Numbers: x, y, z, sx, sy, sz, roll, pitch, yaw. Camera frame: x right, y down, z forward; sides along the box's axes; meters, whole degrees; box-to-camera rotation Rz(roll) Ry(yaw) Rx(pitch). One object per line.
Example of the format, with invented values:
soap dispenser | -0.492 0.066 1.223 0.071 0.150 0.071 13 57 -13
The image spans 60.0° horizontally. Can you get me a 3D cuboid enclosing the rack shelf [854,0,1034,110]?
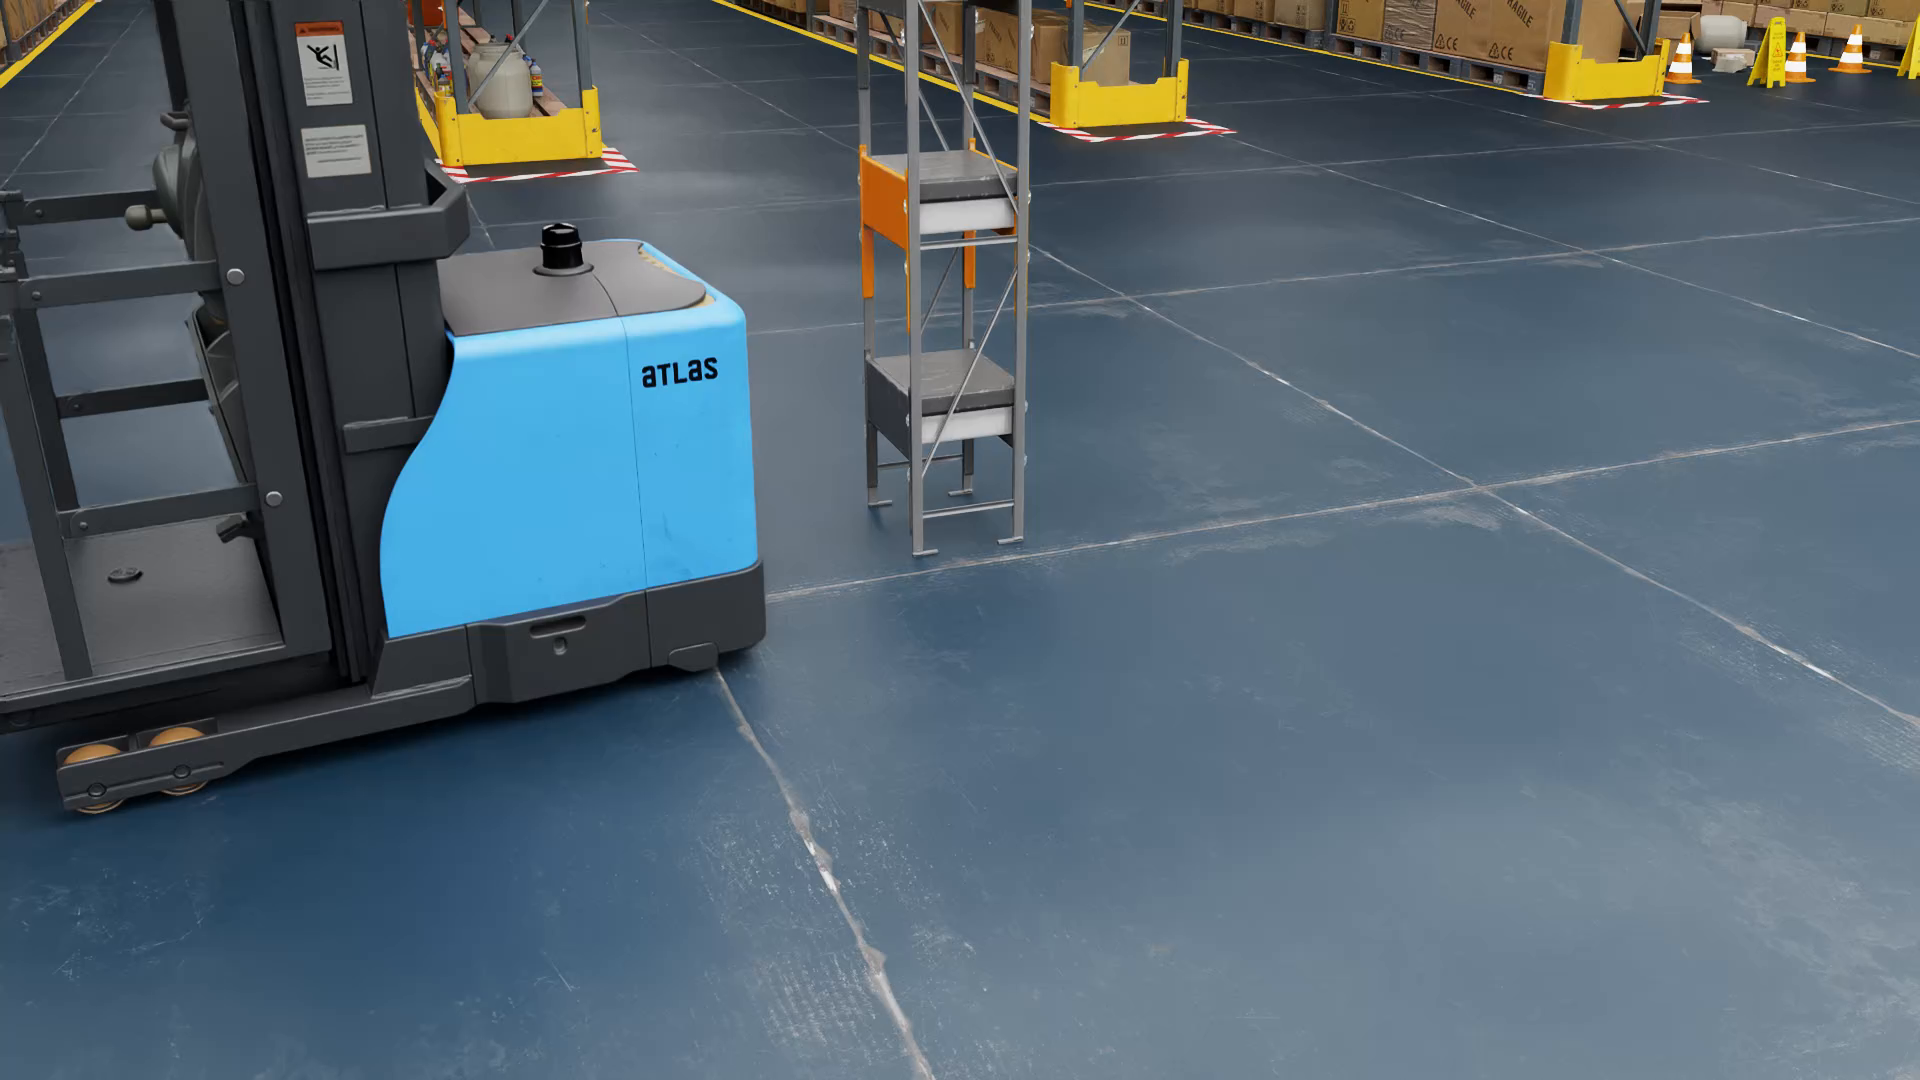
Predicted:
rack shelf | -0.058 -1.660 5.218 0.431 0.518 0.480 -8 24 -19

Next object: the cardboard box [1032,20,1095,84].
cardboard box | 0.935 -4.426 15.067 0.500 0.500 0.500 -2 23 -5

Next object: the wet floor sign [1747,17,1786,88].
wet floor sign | 7.922 -4.763 16.220 0.267 0.644 0.232 -13 26 -28

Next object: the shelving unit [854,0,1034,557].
shelving unit | -0.058 -1.028 5.485 0.431 2.100 0.503 -8 24 -19

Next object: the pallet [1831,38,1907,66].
pallet | 10.373 -5.345 18.160 1.003 0.211 1.213 -8 24 -19

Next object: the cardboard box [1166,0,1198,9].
cardboard box | 3.364 -7.417 21.840 1.050 0.750 0.750 -9 24 -20

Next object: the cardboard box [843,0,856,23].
cardboard box | -0.980 -6.460 19.867 0.700 0.500 0.500 -10 25 -23

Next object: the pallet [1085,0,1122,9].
pallet | 2.531 -7.935 24.305 1.003 0.211 1.213 -8 24 -19

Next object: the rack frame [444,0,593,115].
rack frame | -3.250 -4.263 12.003 1.000 3.000 0.127 -8 24 -19

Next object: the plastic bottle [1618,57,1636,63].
plastic bottle | 7.153 -5.154 17.901 0.133 0.061 0.283 -18 29 -37

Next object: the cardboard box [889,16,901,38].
cardboard box | -0.378 -5.849 18.417 0.700 0.500 0.500 -8 24 -19

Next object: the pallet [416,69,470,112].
pallet | -4.465 -4.182 15.400 1.003 0.211 1.213 -8 24 -19

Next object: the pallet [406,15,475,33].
pallet | -6.394 -6.166 20.107 1.003 0.211 1.213 -8 24 -19

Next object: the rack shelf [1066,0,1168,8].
rack shelf | 0.677 -5.338 15.479 1.077 0.370 4.000 -8 24 -19

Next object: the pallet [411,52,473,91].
pallet | -4.977 -4.712 16.657 1.003 0.211 1.213 -8 24 -19

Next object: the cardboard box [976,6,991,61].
cardboard box | 0.283 -5.080 16.618 0.500 0.500 0.500 -1 23 -2

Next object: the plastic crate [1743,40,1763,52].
plastic crate | 9.029 -5.728 19.236 0.402 0.080 0.583 -18 29 -37

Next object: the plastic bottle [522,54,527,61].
plastic bottle | -3.827 -4.145 14.668 0.097 0.271 0.097 0 23 0

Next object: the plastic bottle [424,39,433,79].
plastic bottle | -4.767 -4.348 15.049 0.144 0.351 0.185 -8 24 -18

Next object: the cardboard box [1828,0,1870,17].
cardboard box | 9.940 -6.019 18.203 0.500 0.500 0.500 -7 24 -17

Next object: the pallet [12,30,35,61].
pallet | -10.940 -5.483 18.488 1.003 0.211 1.213 -8 24 -19

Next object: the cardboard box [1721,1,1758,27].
cardboard box | 9.396 -6.239 19.689 0.500 0.250 0.500 -7 24 -16

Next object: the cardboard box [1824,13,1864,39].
cardboard box | 9.941 -5.675 18.352 0.500 0.250 0.500 -8 24 -19

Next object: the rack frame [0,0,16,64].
rack frame | -10.712 -6.492 17.290 1.000 3.000 0.127 -8 24 -19

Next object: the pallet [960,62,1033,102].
pallet | 0.675 -4.428 15.984 1.003 0.211 1.213 -8 24 -19

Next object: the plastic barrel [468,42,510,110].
plastic barrel | -3.732 -3.721 13.379 0.421 0.512 0.421 0 23 0

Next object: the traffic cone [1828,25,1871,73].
traffic cone | 9.295 -5.113 17.285 0.336 0.463 0.334 -8 24 -19

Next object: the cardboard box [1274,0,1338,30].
cardboard box | 4.343 -6.410 19.452 1.050 0.750 0.750 -8 24 -19

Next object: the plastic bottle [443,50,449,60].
plastic bottle | -4.602 -4.276 14.979 0.097 0.271 0.097 0 23 0

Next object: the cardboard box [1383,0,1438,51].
cardboard box | 5.125 -5.689 17.581 0.875 0.875 0.875 -8 24 -19

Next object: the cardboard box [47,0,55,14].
cardboard box | -11.683 -6.856 20.806 0.500 0.500 0.500 -8 24 -19

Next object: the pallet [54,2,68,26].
pallet | -12.367 -6.910 21.873 1.003 0.211 1.213 -8 24 -19

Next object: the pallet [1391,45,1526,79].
pallet | 5.276 -5.024 17.398 1.003 0.211 1.213 -8 24 -19

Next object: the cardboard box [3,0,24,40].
cardboard box | -10.605 -5.747 18.176 0.500 0.500 0.500 -7 24 -17

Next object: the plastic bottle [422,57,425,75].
plastic bottle | -4.925 -4.417 15.404 0.097 0.201 0.097 0 23 0

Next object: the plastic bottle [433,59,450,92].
plastic bottle | -4.422 -3.964 14.233 0.152 0.276 0.135 -9 24 -20

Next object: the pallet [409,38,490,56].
pallet | -5.412 -5.156 17.711 1.003 0.211 1.213 -8 24 -19

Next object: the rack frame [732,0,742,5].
rack frame | -2.856 -9.303 23.960 1.000 3.000 0.127 -8 24 -19

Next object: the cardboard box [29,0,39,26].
cardboard box | -11.157 -6.309 19.507 0.500 0.500 0.500 -9 25 -21

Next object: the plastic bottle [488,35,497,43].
plastic bottle | -4.301 -4.484 15.372 0.144 0.351 0.185 -8 24 -19

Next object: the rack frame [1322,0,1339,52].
rack frame | 4.646 -7.040 18.591 1.000 3.000 0.127 -8 24 -19

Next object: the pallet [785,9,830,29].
pallet | -1.651 -6.861 21.758 1.003 0.211 1.213 -8 24 -19

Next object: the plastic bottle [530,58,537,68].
plastic bottle | -3.662 -4.001 14.311 0.061 0.283 0.133 -8 24 -18

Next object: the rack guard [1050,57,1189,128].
rack guard | 1.356 -3.819 14.166 1.175 0.500 0.348 -8 24 -19

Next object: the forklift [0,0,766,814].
forklift | -2.124 -0.905 4.123 3.031 2.935 1.130 -11 25 -25

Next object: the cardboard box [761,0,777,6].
cardboard box | -1.975 -7.643 22.216 1.225 0.875 0.875 -8 24 -19

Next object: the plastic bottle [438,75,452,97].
plastic bottle | -4.309 -3.784 13.901 0.097 0.201 0.097 0 23 0

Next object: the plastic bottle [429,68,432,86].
plastic bottle | -4.622 -4.105 14.664 0.097 0.201 0.097 0 23 0

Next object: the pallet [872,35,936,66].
pallet | -0.306 -5.394 18.276 1.003 0.211 1.213 -8 24 -19

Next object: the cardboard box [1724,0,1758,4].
cardboard box | 9.397 -6.584 19.542 0.500 0.500 0.500 -7 24 -17

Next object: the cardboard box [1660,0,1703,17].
cardboard box | 8.347 -6.029 19.408 0.500 0.500 0.500 8 24 18
